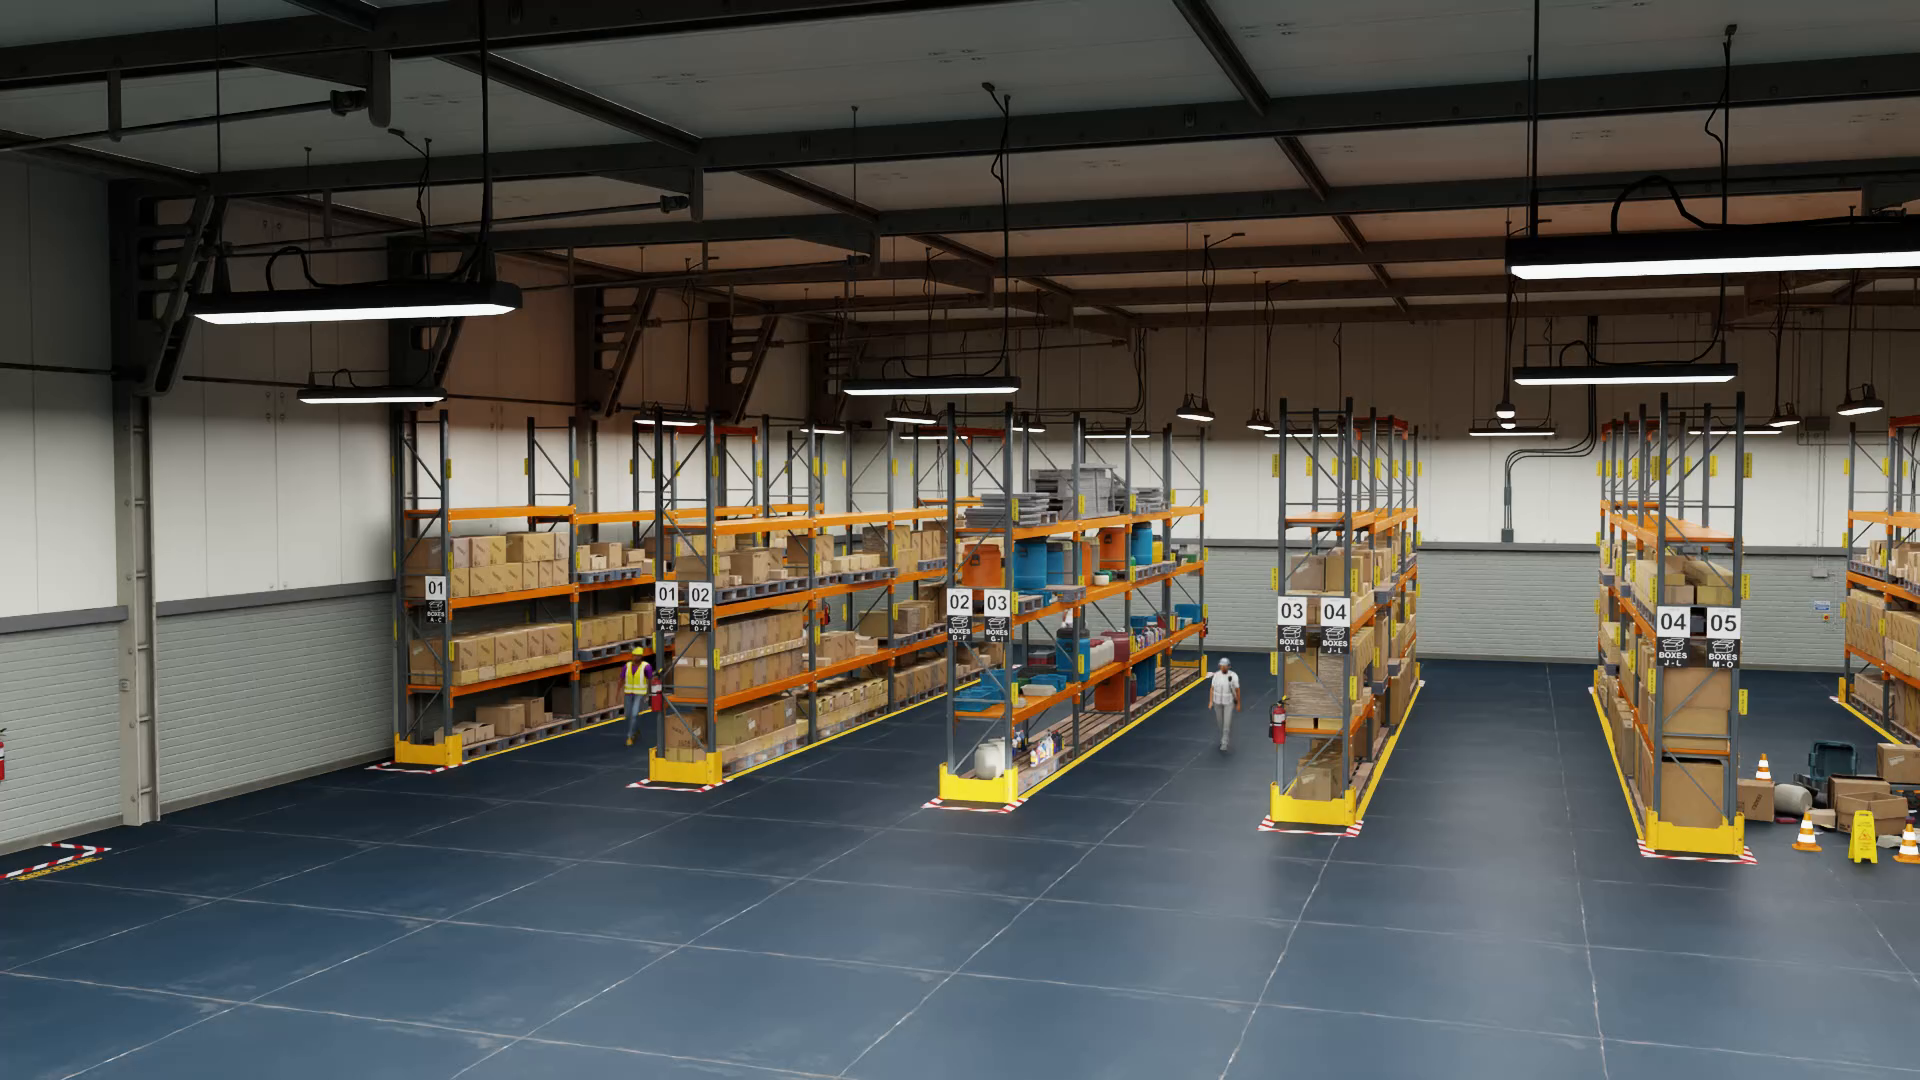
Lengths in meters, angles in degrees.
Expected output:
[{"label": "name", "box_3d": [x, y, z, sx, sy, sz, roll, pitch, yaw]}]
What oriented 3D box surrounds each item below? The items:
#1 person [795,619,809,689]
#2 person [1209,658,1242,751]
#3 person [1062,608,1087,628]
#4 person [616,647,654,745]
[{"label": "person", "box_3d": [-3.596, 2.580, 37.703, 0.448, 1.583, 0.471, 2, 3, 34]}, {"label": "person", "box_3d": [4.686, 2.909, 29.598, 0.519, 1.610, 0.959, 1, 3, 31]}, {"label": "person", "box_3d": [3.049, 2.220, 44.170, 0.738, 1.778, 0.585, 2, 3, 36]}, {"label": "person", "box_3d": [-5.946, 2.841, 30.478, 0.665, 1.765, 0.775, 0, 2, 8]}]
